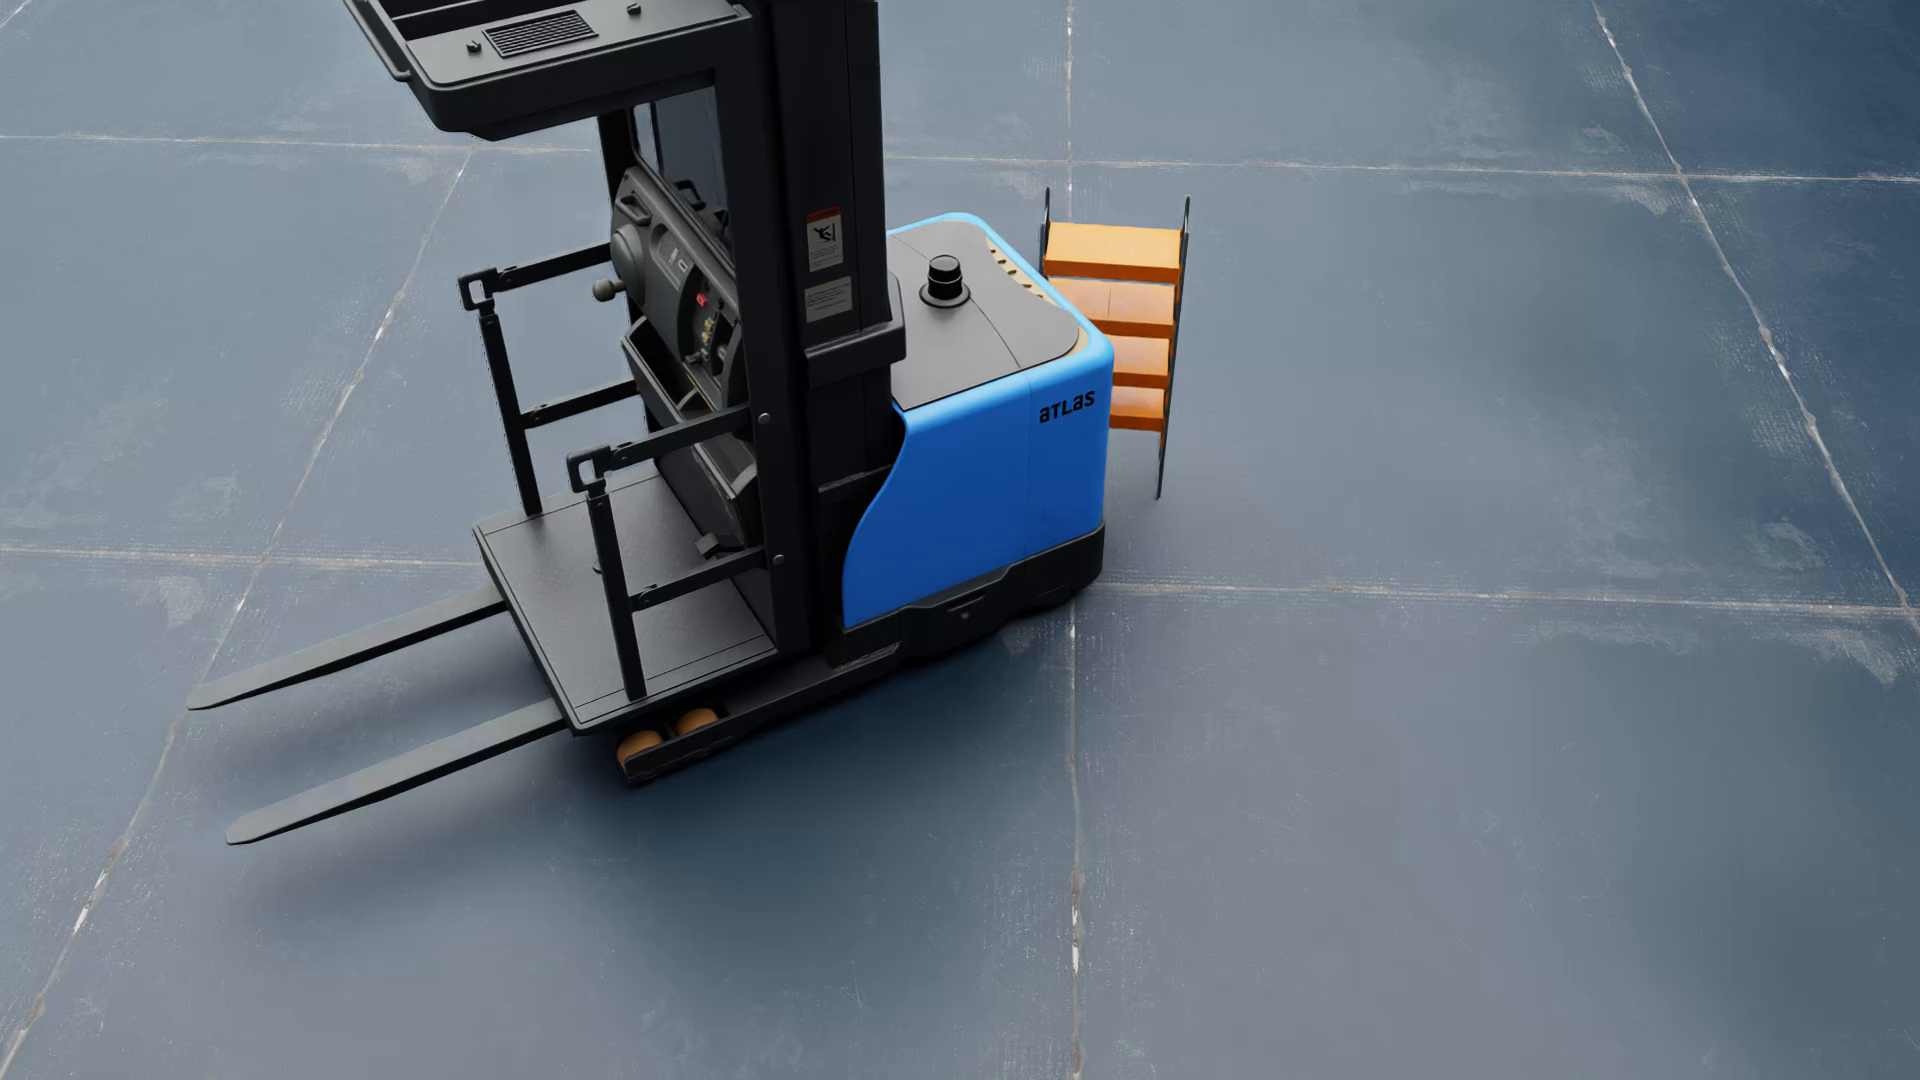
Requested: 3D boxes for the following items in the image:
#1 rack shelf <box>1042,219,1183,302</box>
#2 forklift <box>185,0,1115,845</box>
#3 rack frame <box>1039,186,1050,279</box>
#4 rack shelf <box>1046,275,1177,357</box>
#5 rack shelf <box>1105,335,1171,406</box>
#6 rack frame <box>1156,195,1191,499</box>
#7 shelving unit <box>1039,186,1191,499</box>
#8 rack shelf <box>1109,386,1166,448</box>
[{"bbox_3d":[0.537,-0.984,5.850,0.480,0.148,0.258,5,43,5],"label":"rack shelf"},{"bbox_3d":[-1.023,-0.705,4.857,3.031,2.935,1.130,-21,47,-21],"label":"forklift"},{"bbox_3d":[0.295,-0.717,6.139,0.015,1.200,0.240,5,43,5],"label":"rack frame"},{"bbox_3d":[0.537,-0.811,6.011,0.480,0.148,0.258,5,43,5],"label":"rack shelf"},{"bbox_3d":[0.537,-0.648,6.164,0.480,0.148,0.258,5,43,5],"label":"rack shelf"},{"bbox_3d":[0.779,-0.677,6.097,0.015,1.200,0.240,5,43,5],"label":"rack frame"},{"bbox_3d":[0.537,-0.697,6.118,0.503,1.200,0.258,5,43,5],"label":"shelving unit"},{"bbox_3d":[0.537,-0.502,6.299,0.480,0.148,0.258,5,43,5],"label":"rack shelf"}]
